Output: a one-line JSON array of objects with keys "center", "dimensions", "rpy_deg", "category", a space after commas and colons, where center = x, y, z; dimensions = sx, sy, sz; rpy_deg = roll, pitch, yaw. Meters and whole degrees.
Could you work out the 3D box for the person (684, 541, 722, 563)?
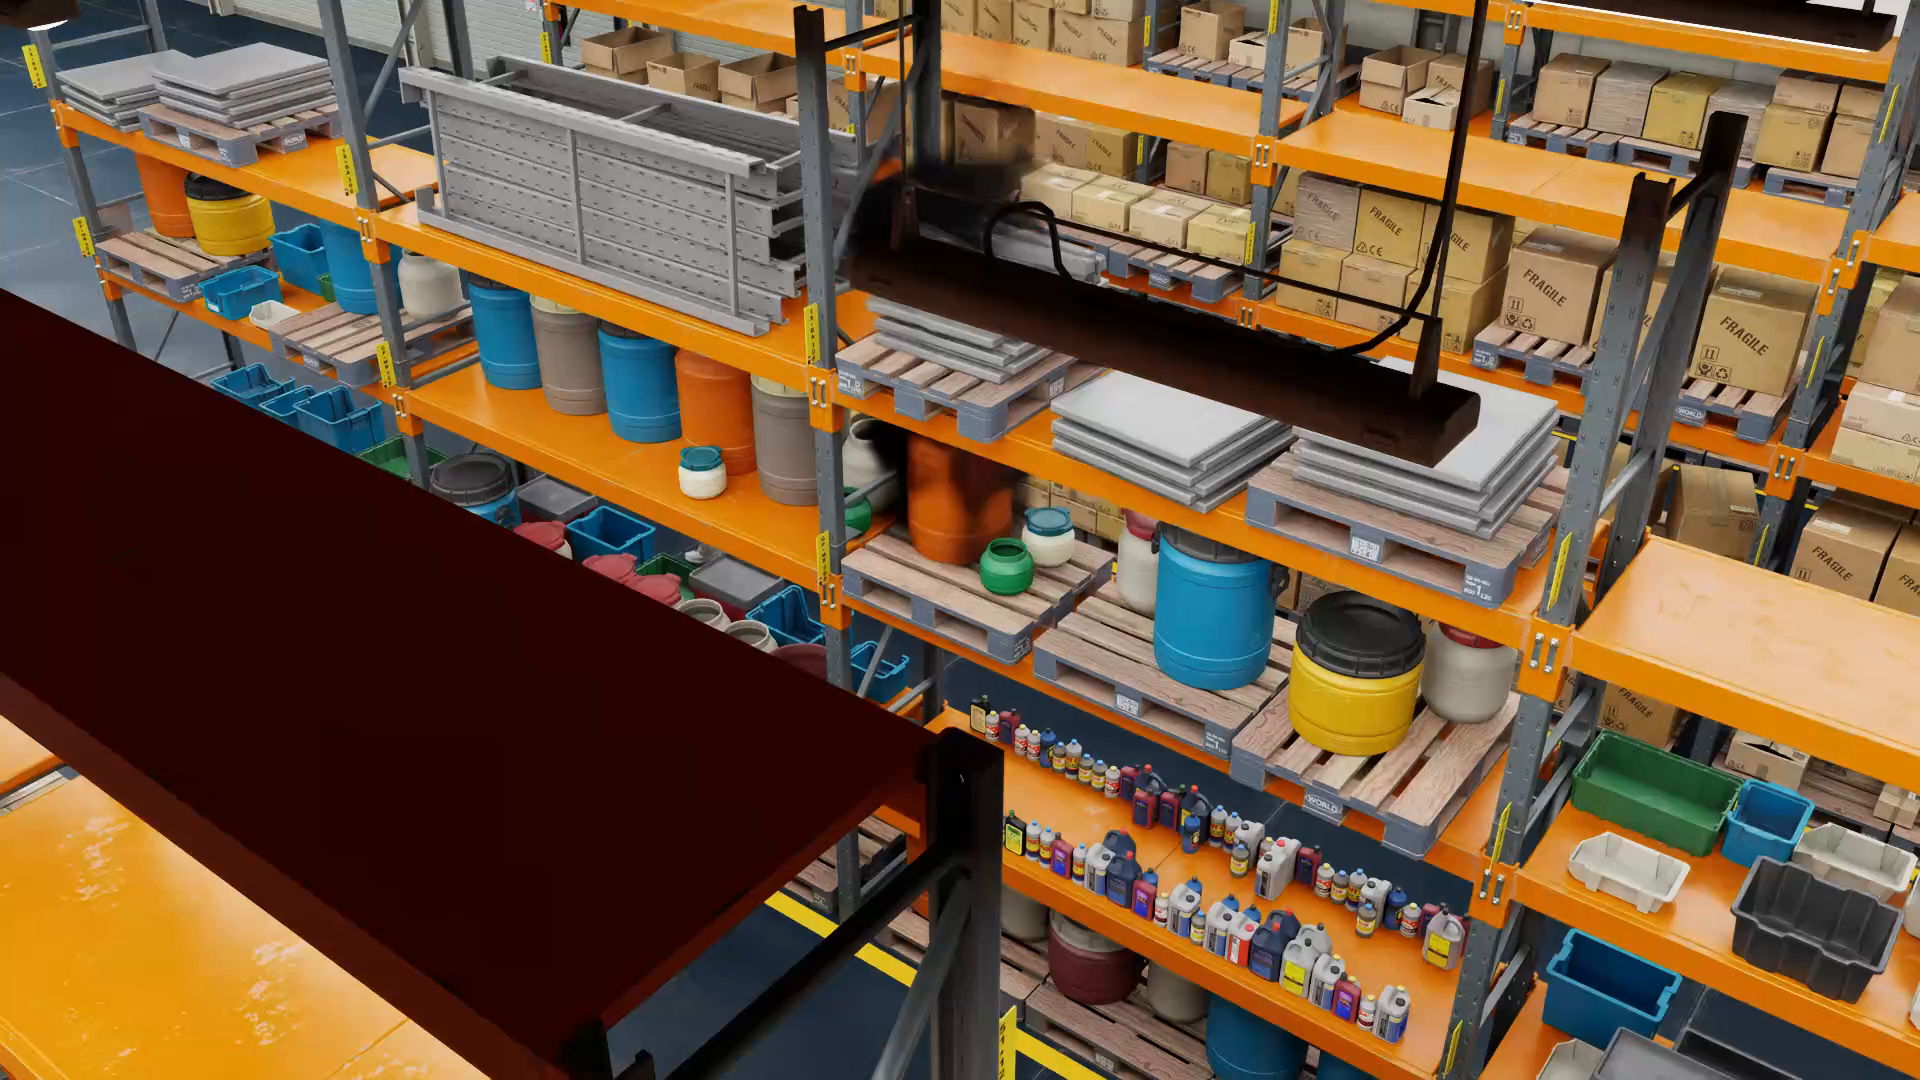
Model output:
[{"center": [-2.022, -0.546, 14.435], "dimensions": [0.930, 1.780, 0.723], "rpy_deg": [12, 33, 19], "category": "person"}]
